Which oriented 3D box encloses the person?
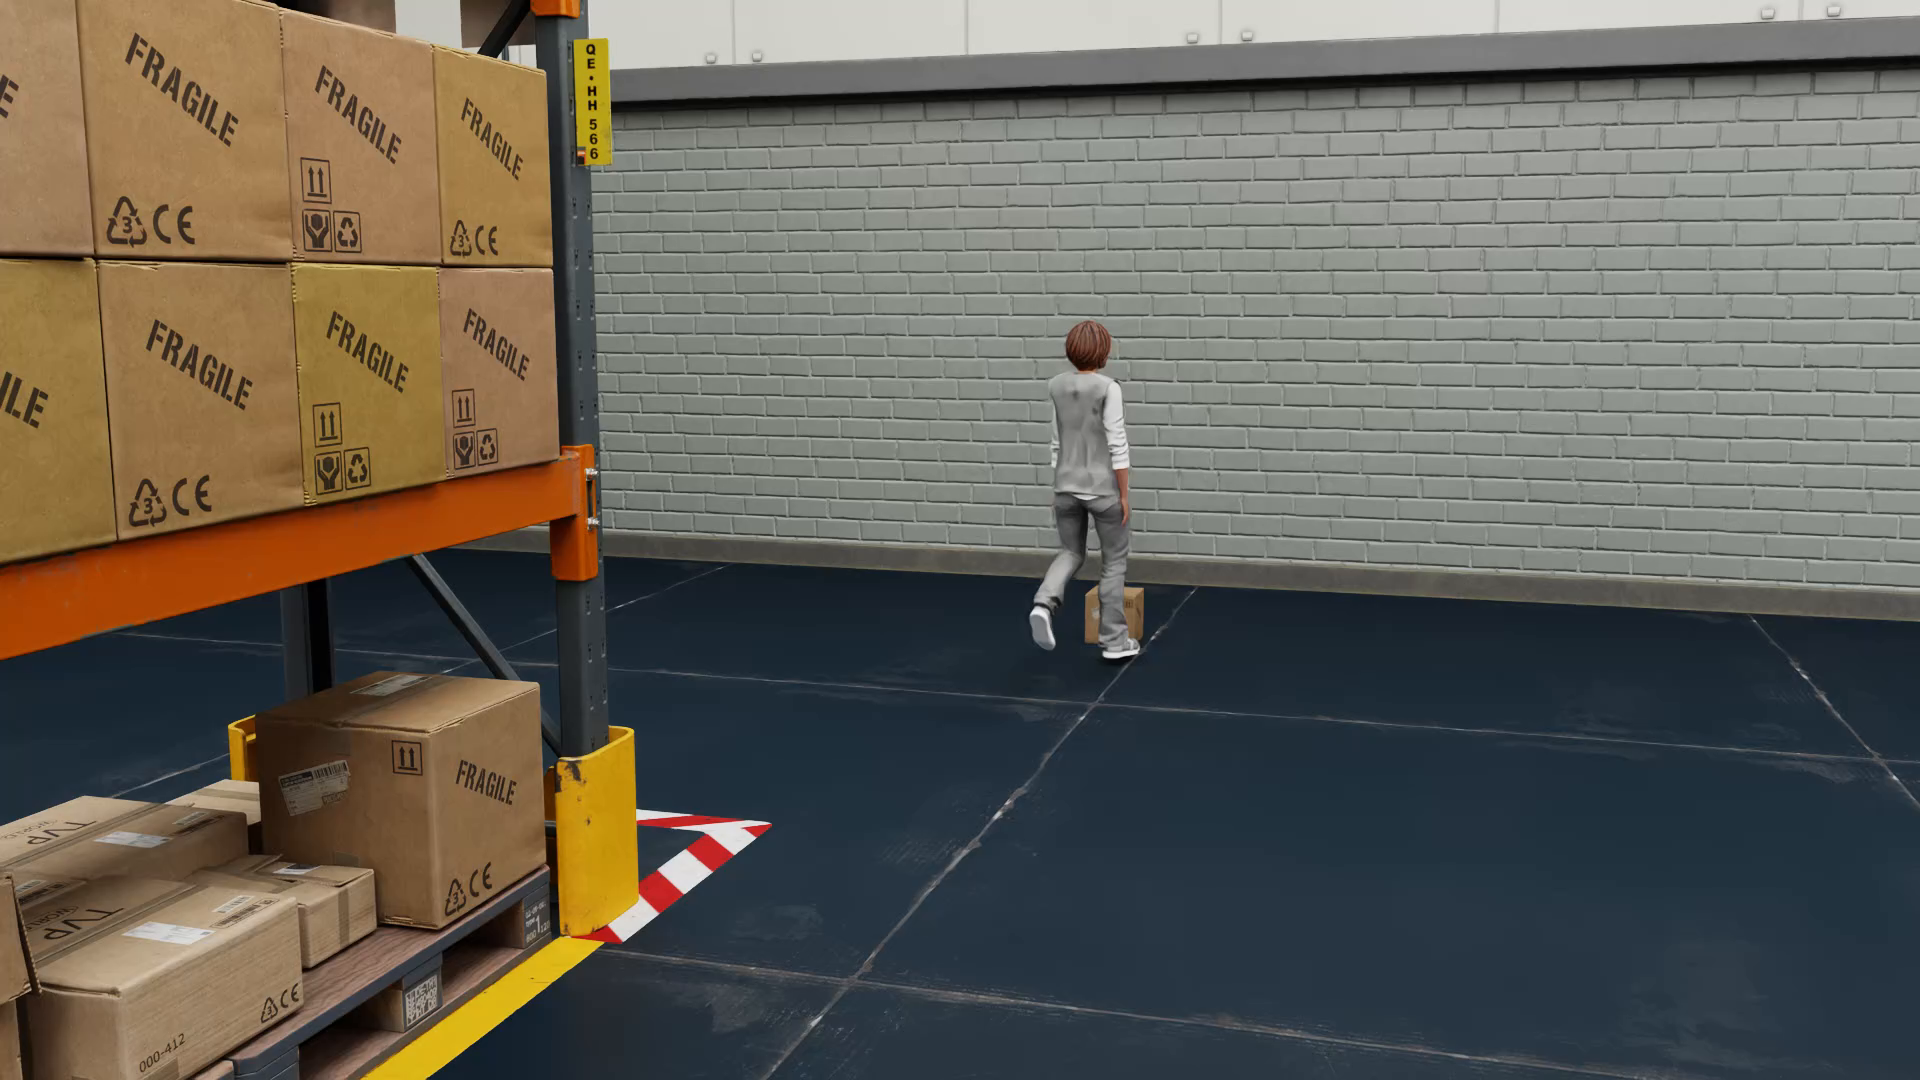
[{"bbox_3d":[0.683,-0.233,7.840,0.553,1.616,0.346,4,9,24],"label":"person"}]
